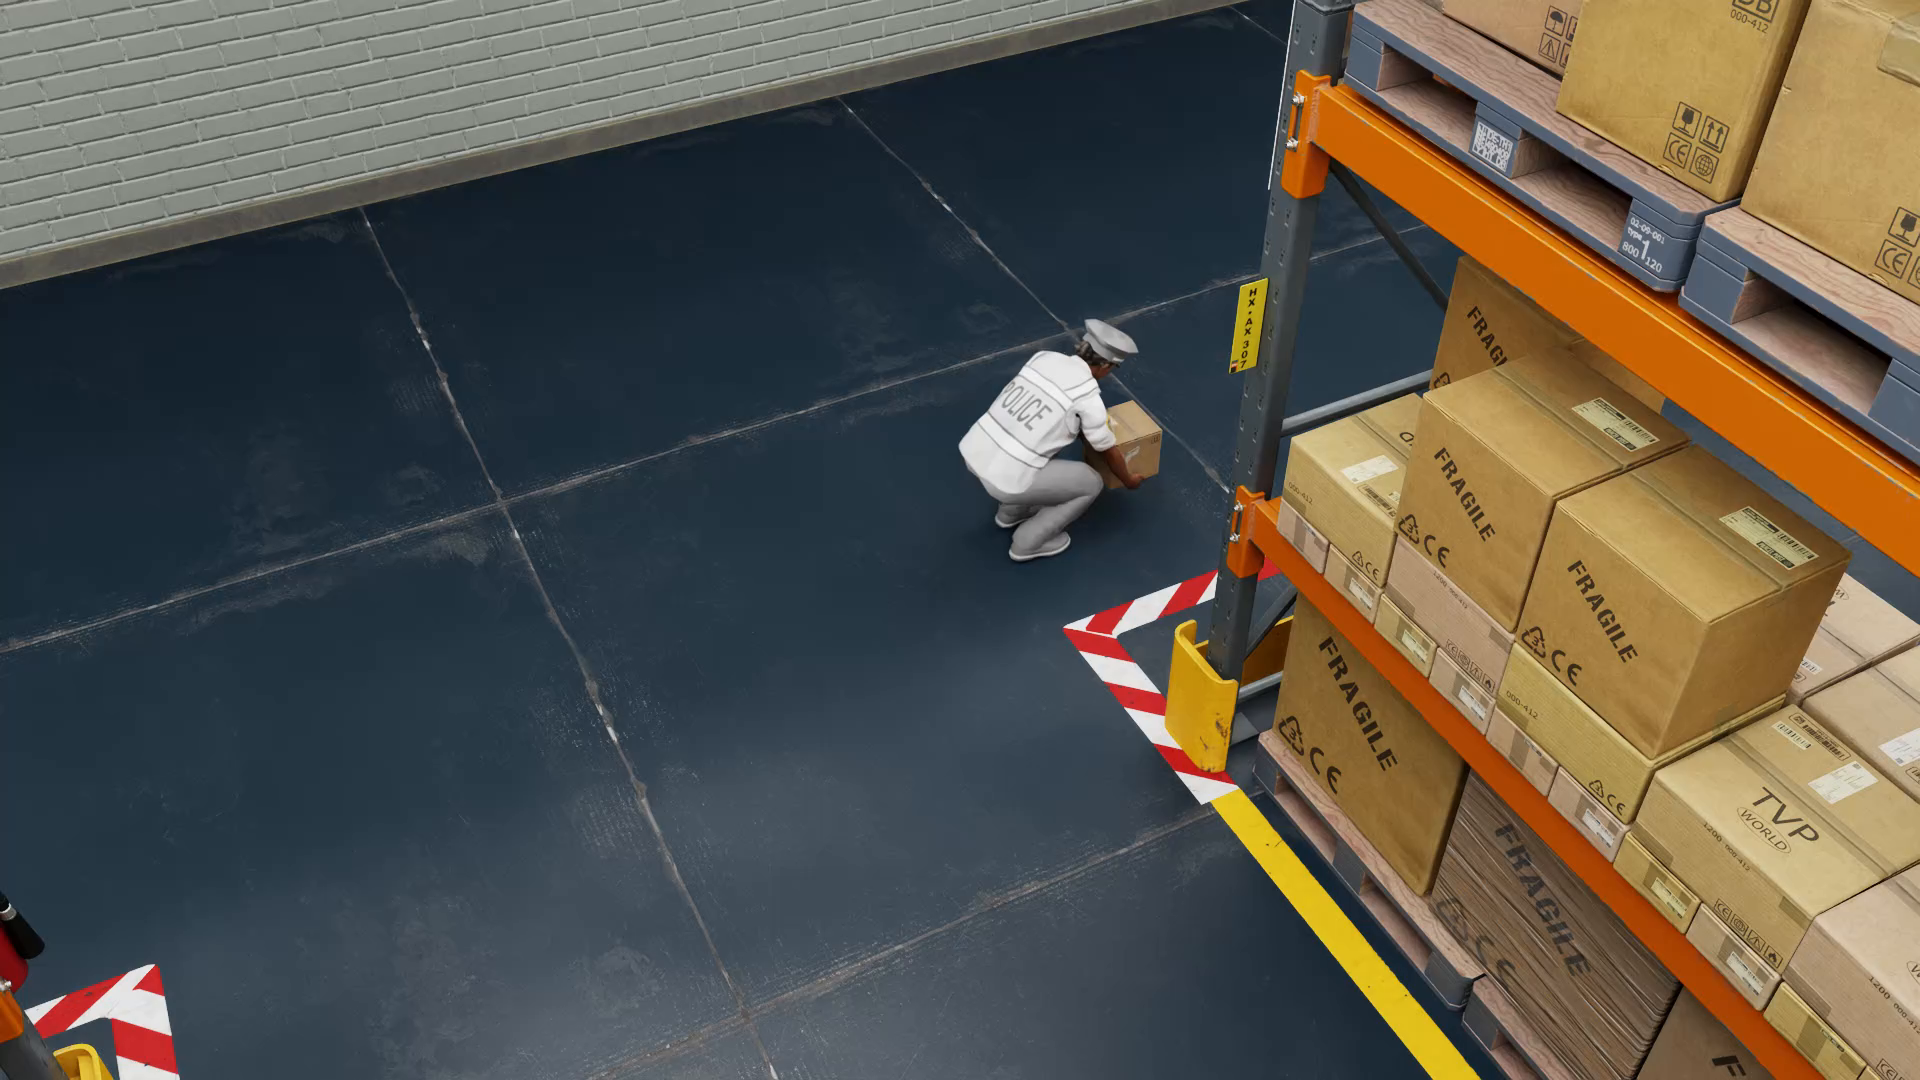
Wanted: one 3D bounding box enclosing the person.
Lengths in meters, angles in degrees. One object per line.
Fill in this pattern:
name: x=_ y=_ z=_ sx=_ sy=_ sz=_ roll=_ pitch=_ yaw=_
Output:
person: x=0.395 y=-0.433 z=7.179 sx=0.835 sy=0.968 sz=0.484 roll=-19 pitch=45 yaw=-20
